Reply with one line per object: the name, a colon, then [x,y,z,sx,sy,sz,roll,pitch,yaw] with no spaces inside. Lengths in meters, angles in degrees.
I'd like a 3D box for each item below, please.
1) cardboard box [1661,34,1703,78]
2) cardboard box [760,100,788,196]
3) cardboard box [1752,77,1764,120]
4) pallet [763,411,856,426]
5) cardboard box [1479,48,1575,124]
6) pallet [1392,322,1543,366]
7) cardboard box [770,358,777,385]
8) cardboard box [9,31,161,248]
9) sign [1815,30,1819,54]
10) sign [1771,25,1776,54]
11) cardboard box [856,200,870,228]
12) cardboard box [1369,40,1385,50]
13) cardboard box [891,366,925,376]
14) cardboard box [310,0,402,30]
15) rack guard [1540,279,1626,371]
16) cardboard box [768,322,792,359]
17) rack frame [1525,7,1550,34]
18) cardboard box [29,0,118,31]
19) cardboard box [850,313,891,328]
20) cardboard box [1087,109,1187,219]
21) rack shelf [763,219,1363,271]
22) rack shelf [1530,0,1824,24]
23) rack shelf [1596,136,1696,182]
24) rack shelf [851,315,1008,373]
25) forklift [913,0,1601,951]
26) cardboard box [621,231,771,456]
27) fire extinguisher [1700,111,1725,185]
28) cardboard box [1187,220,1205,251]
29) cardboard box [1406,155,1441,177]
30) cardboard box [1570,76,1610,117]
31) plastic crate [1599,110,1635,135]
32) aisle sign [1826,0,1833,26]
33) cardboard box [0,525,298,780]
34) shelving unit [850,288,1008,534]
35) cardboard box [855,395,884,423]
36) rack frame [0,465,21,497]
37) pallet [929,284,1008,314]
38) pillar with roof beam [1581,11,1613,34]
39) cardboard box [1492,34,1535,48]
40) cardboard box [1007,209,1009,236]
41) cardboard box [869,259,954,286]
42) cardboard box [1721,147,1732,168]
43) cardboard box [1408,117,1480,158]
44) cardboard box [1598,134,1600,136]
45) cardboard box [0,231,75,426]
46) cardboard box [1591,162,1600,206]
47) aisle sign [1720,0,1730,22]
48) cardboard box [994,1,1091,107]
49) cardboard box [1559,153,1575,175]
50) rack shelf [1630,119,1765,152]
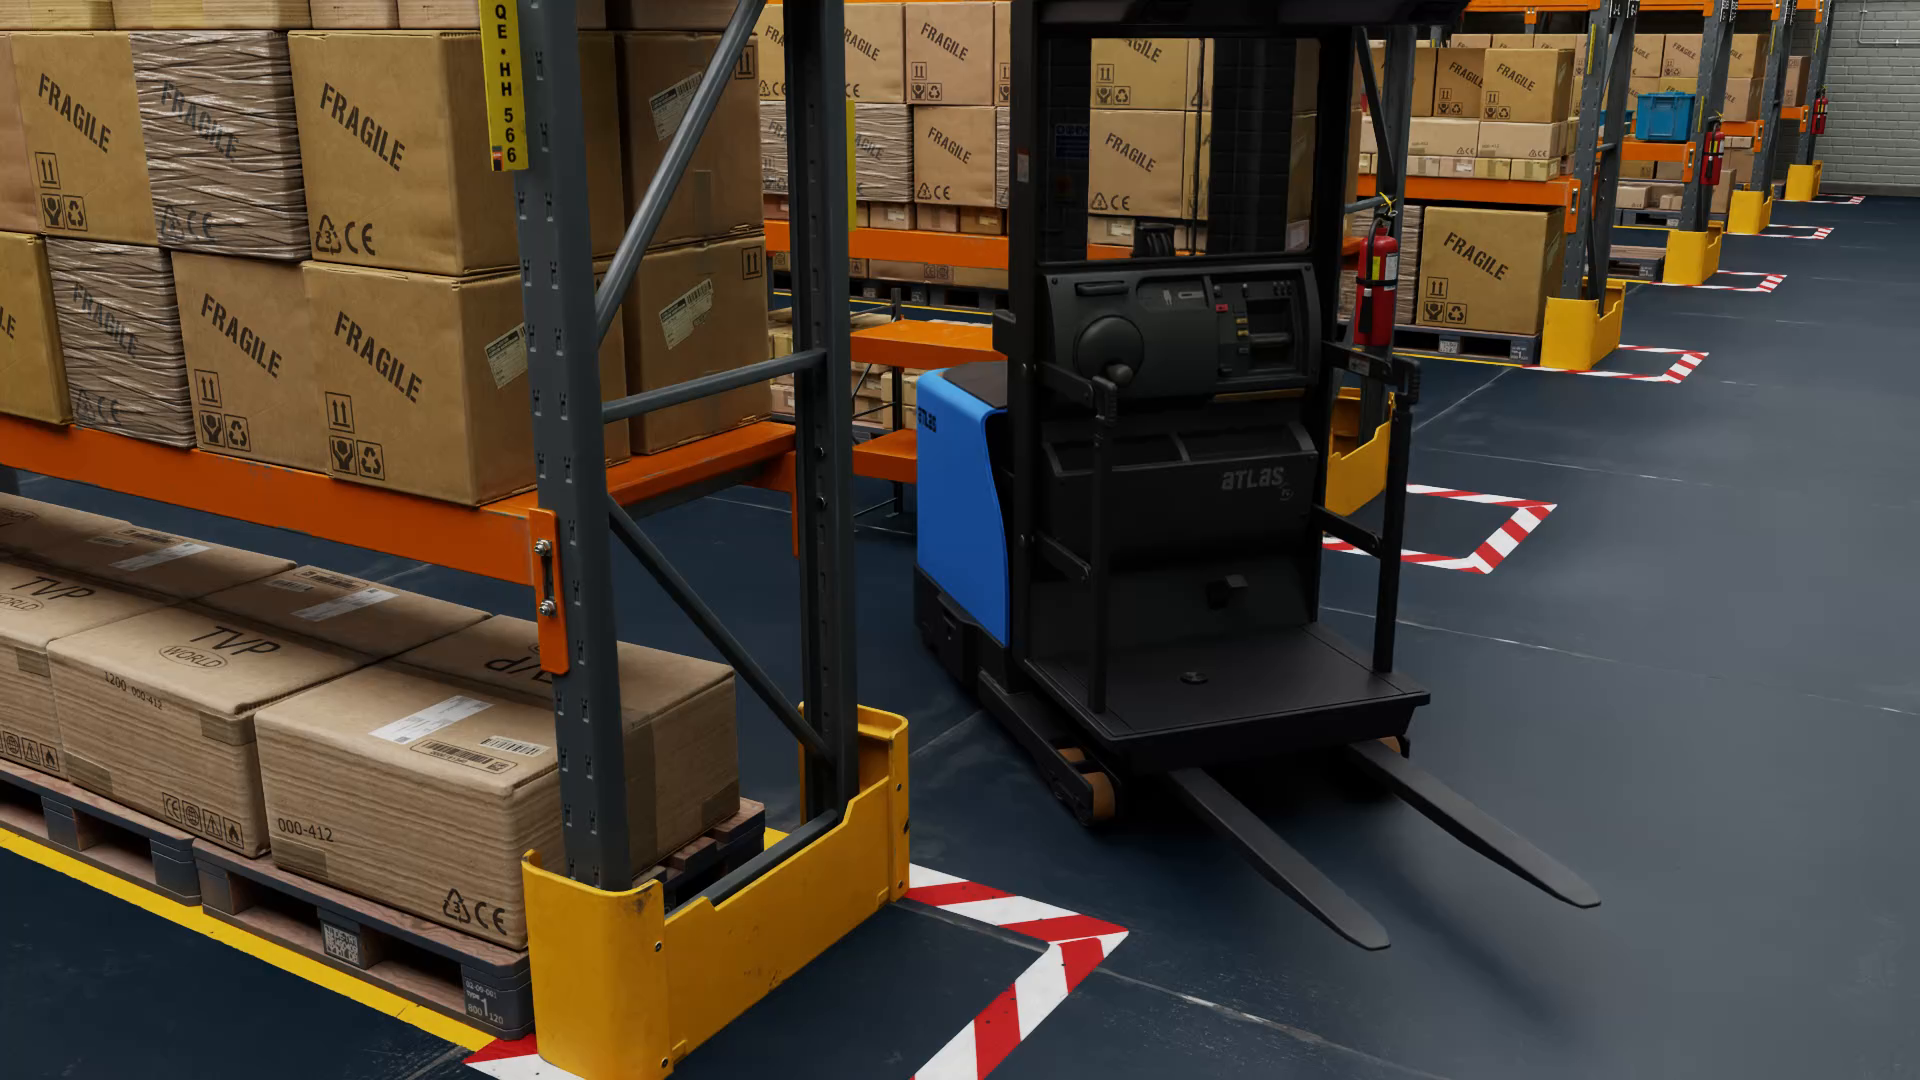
cardboard box: [8.831,-5.861,20.122,0.500,0.500,0.500,11,20,32]
cardboard box: [-0.778,-2.180,9.212,0.500,0.500,0.500,10,20,30]
cardboard box: [9.545,-5.439,20.454,0.500,0.500,0.500,11,20,31]
pallet: [-0.902,-0.773,10.063,1.213,0.211,1.003,10,20,30]
cardboard box: [4.045,-3.244,11.855,0.500,0.500,0.500,10,20,31]
pallet: [3.875,-1.573,12.698,1.213,0.211,1.003,10,20,30]
cardboard box: [-1.089,-1.029,9.780,0.250,0.149,0.380,10,20,30]
cardboard box: [-2.005,-1.040,4.252,0.500,0.500,0.500,10,20,30]
sign: [12.078,-7.021,23.434,0.005,0.325,0.100,10,20,30]
sign: [9.477,-5.829,19.375,0.005,0.325,0.100,10,20,30]
cardboard box: [-0.500,-1.811,9.113,0.250,0.149,0.380,11,20,31]
cardboard box: [6.696,-7.972,26.955,0.500,0.250,0.500,10,20,30]
cardboard box: [-0.179,-1.022,9.243,0.250,0.149,0.380,9,19,28]
cardboard box: [-1.229,-1.225,3.746,0.250,0.149,0.380,11,20,31]
rack guard: [4.618,-1.606,12.307,0.348,0.500,1.175,10,20,30]
cardboard box: [-1.104,-1.162,9.705,0.250,0.149,0.380,11,20,33]
rack frame: [8.966,-7.094,26.075,0.127,3.000,1.000,10,20,30]
cardboard box: [-2.116,-1.373,4.233,0.250,0.149,0.380,11,20,31]
cardboard box: [-0.599,-1.268,10.052,0.250,0.149,0.380,10,20,30]
cardboard box: [0.962,-1.867,8.182,0.500,0.500,0.500,10,19,29]
rack shelf: [0.211,-1.552,9.069,4.000,0.370,1.077,10,20,30]
rack shelf: [10.670,-7.881,24.742,4.000,0.370,1.077,10,20,30]
rack shelf: [5.485,-3.992,17.100,4.000,0.370,1.077,10,20,30]
rack shelf: [0.006,-0.817,7.629,1.000,0.278,0.538,10,20,30]
forklift: [0.784,-0.669,5.040,1.130,2.935,3.031,-6,18,-18]
cardboard box: [-0.848,-0.543,4.336,0.500,0.500,0.500,10,20,30]
fire extinguisher: [7.080,-3.681,15.614,0.183,0.674,0.296,10,20,30]
cardboard box: [1.297,-1.499,8.087,0.250,0.149,0.380,10,20,30]
cardboard box: [3.473,-2.774,12.284,0.250,0.149,0.380,11,20,31]
cardboard box: [7.965,-5.539,20.783,0.500,0.500,0.500,10,19,29]
plastic crate: [6.590,-4.200,16.732,0.300,0.233,0.416,10,20,30]
aisle sign: [12.278,-7.644,23.414,0.004,0.787,0.394,10,20,30]
cardboard box: [-2.756,0.324,5.341,0.875,0.438,0.875,9,19,28]
shelving unit: [0.006,-0.537,7.714,1.048,1.125,0.538,10,20,30]
cardboard box: [-0.395,-0.779,9.467,0.250,0.149,0.380,9,19,28]
rack frame: [-3.998,-0.960,5.879,0.127,3.000,1.000,10,20,30]
pallet: [0.492,-2.178,14.689,1.213,0.211,1.003,10,20,30]
pillar with roof beam: [7.762,-9.006,22.048,0.400,9.000,9.100,10,20,30]
cardboard box: [7.070,-6.173,21.151,0.500,0.500,0.500,9,19,28]
cardboard box: [0.438,-1.670,8.649,0.250,0.149,0.380,9,19,28]
cardboard box: [-0.129,-2.826,14.958,0.875,0.875,1.225,9,19,28]
cardboard box: [11.299,-5.648,24.894,0.500,0.500,0.700,10,20,30]
cardboard box: [3.614,-2.961,12.215,0.500,0.250,0.500,10,19,29]
cardboard box: [9.746,-6.173,25.505,0.250,0.149,0.380,11,20,32]
cardboard box: [-2.449,-0.638,4.648,0.500,0.500,0.500,11,20,32]
cardboard box: [7.980,-4.598,21.397,0.637,0.503,0.797,10,20,30]
aisle sign: [7.097,-5.193,15.342,0.004,0.787,0.394,10,20,30]
cardboard box: [0.516,-2.423,8.293,0.500,0.500,0.500,11,20,33]
cardboard box: [4.467,-2.821,12.439,0.250,0.149,0.380,10,20,31]
rack shelf: [8.081,-5.218,21.137,4.000,0.370,1.077,10,20,30]
